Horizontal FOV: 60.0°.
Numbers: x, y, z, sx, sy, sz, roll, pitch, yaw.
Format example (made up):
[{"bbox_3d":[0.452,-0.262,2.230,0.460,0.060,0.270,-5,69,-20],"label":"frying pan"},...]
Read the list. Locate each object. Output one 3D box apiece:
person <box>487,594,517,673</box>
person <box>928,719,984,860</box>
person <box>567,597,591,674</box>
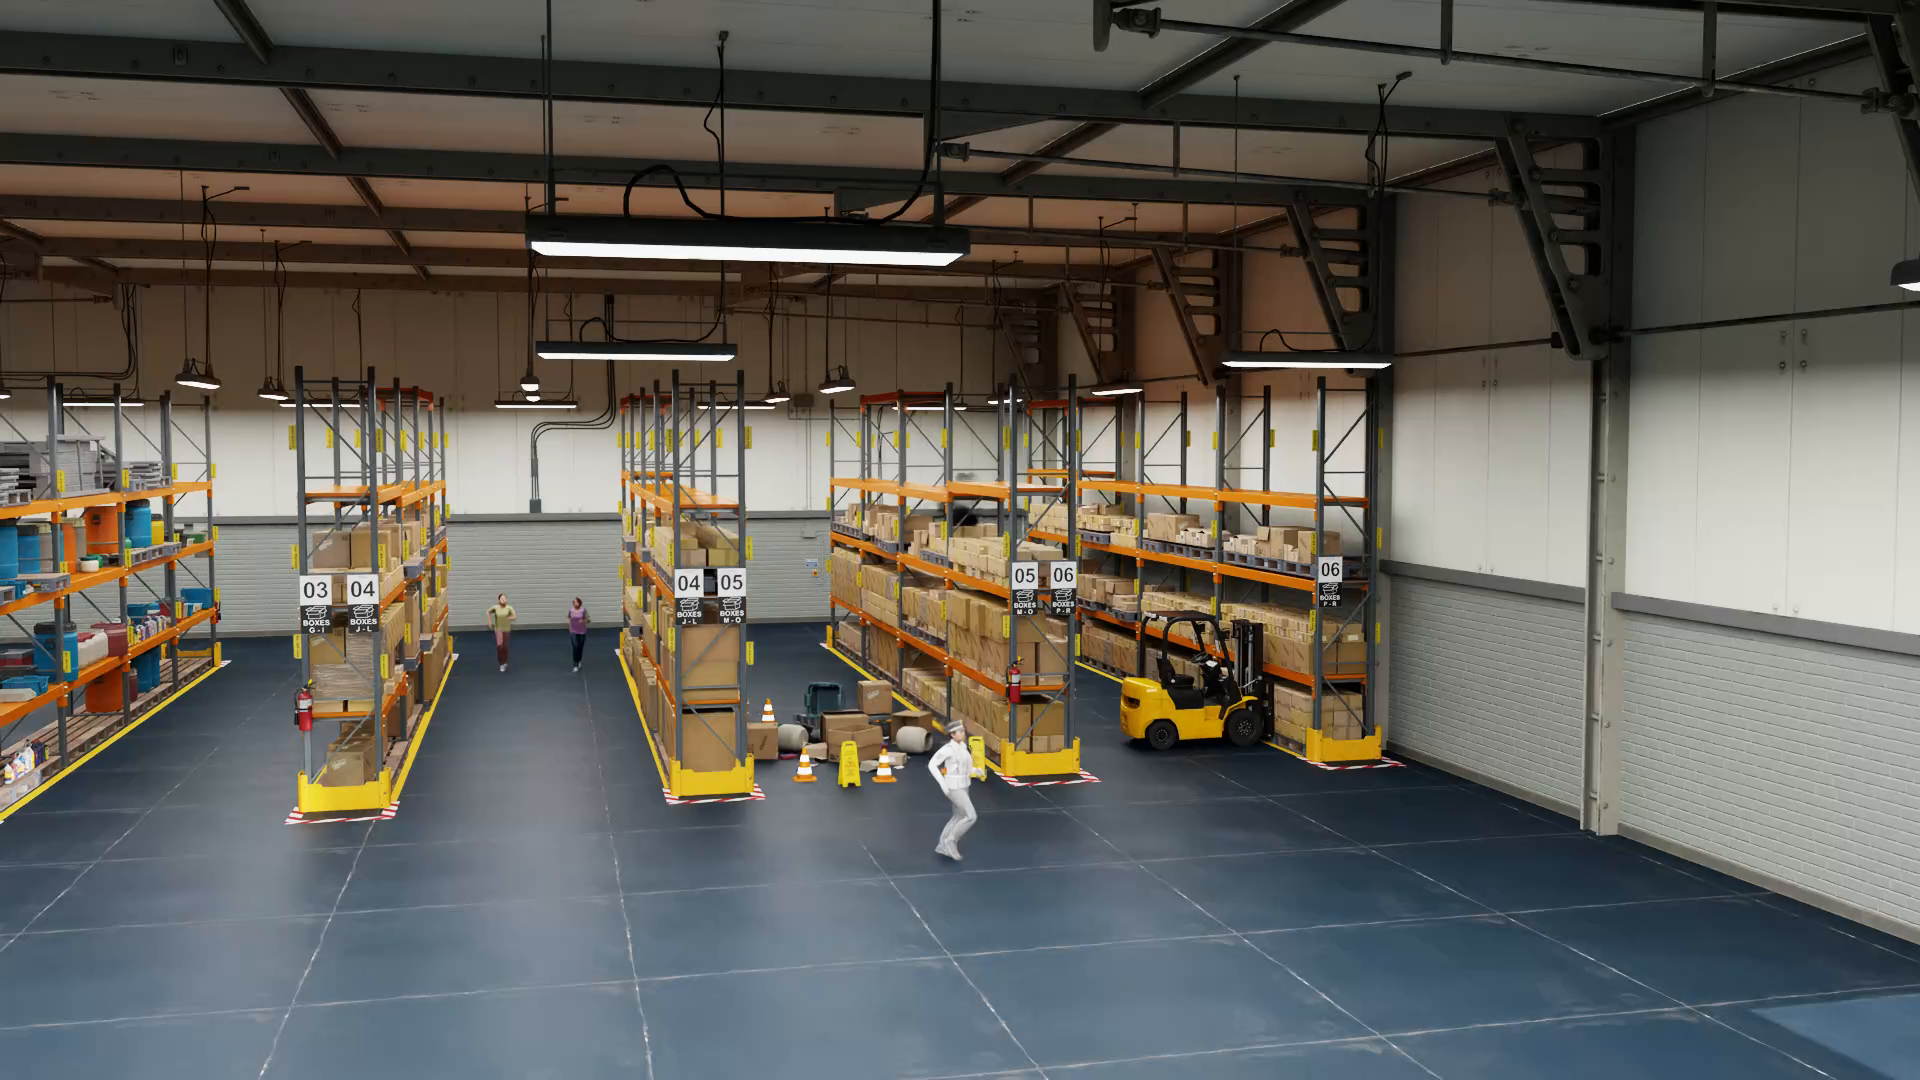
[{"bbox_3d":[-9.962,2.006,36.197,0.598,1.702,0.821,-1,4,-23],"label":"person"},{"bbox_3d":[-0.006,2.970,19.818,0.642,1.673,0.583,2,4,25],"label":"person"},{"bbox_3d":[-8.277,2.054,36.115,0.513,1.644,0.733,-1,3,-12],"label":"person"}]
